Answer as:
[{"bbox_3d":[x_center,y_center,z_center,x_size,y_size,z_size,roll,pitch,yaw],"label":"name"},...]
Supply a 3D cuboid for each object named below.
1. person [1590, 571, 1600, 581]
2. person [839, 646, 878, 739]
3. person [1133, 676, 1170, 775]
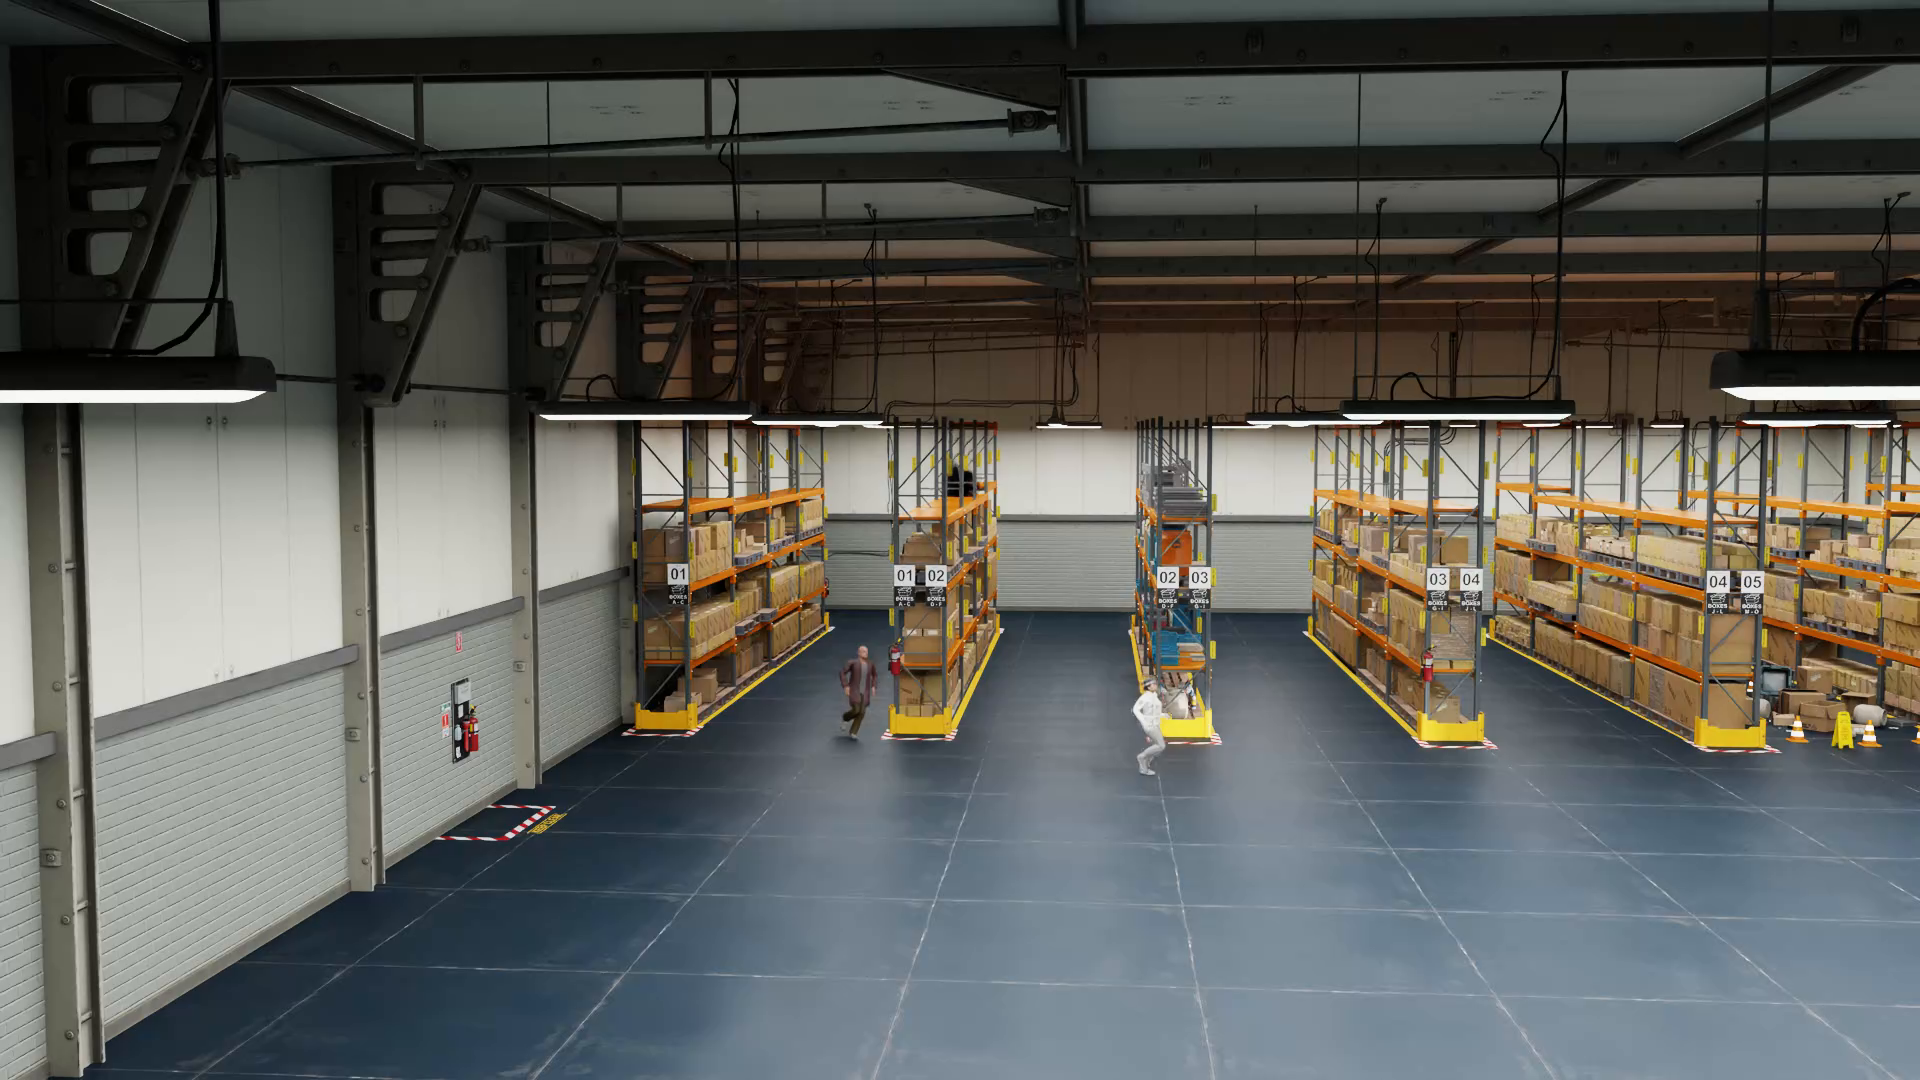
[{"bbox_3d":[18.032,1.757,47.358,0.614,1.729,0.676,1,4,8],"label":"person"},{"bbox_3d":[-1.857,2.839,31.110,0.749,1.698,0.646,-2,4,-27],"label":"person"},{"bbox_3d":[3.224,3.084,27.642,0.548,1.652,0.600,2,4,28],"label":"person"}]
